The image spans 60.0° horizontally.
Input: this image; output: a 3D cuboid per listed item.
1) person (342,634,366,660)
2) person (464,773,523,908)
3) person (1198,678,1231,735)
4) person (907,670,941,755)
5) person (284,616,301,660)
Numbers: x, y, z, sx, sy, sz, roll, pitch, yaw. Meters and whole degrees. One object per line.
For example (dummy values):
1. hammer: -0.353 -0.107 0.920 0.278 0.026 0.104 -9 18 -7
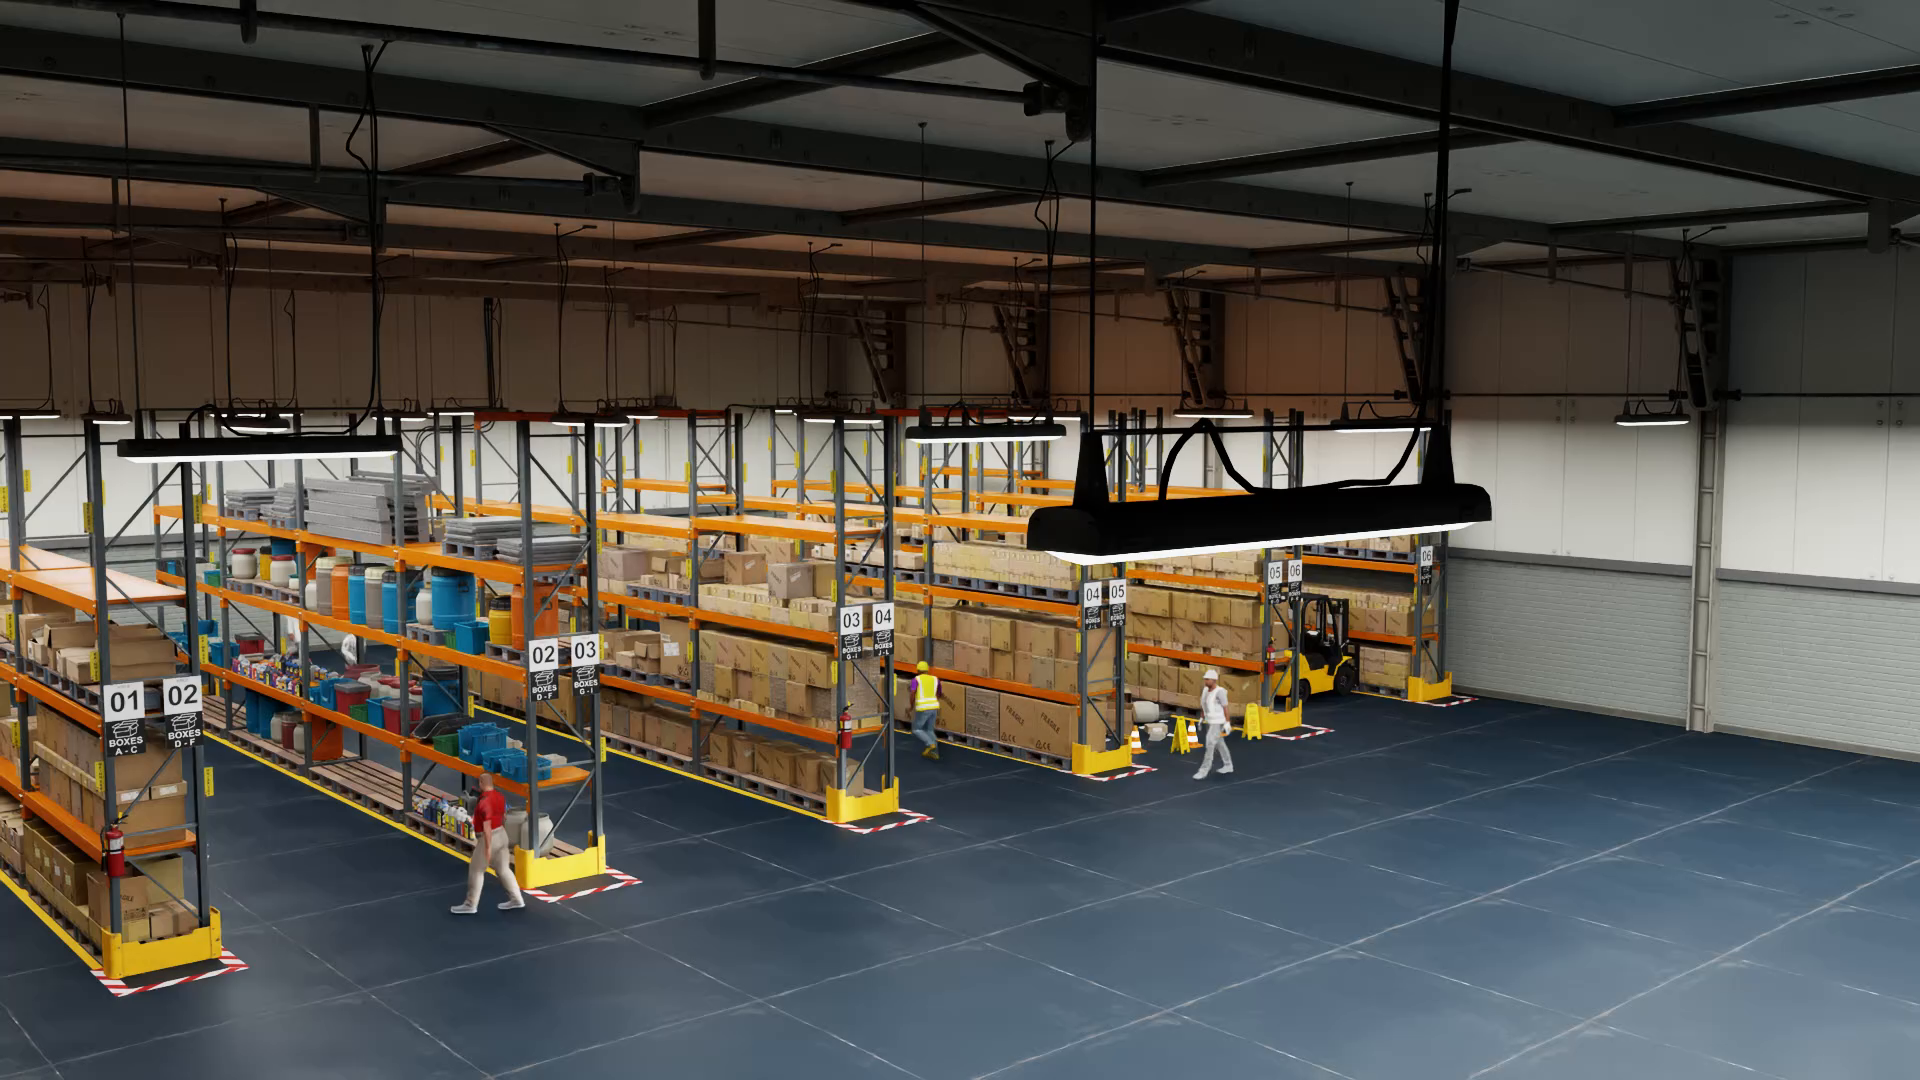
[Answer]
1. person: -12.624 2.169 34.639 0.555 0.676 0.492 -3 6 -32
2. person: -7.397 2.931 19.374 3.494 3.247 3.160 1 5 14
3. person: 4.198 2.691 27.517 0.426 1.012 0.580 -2 5 -18
4. person: -0.614 2.950 29.078 0.703 1.560 0.710 -4 6 -38
5. person: -15.285 2.061 38.127 0.698 1.680 0.593 0 5 -2
